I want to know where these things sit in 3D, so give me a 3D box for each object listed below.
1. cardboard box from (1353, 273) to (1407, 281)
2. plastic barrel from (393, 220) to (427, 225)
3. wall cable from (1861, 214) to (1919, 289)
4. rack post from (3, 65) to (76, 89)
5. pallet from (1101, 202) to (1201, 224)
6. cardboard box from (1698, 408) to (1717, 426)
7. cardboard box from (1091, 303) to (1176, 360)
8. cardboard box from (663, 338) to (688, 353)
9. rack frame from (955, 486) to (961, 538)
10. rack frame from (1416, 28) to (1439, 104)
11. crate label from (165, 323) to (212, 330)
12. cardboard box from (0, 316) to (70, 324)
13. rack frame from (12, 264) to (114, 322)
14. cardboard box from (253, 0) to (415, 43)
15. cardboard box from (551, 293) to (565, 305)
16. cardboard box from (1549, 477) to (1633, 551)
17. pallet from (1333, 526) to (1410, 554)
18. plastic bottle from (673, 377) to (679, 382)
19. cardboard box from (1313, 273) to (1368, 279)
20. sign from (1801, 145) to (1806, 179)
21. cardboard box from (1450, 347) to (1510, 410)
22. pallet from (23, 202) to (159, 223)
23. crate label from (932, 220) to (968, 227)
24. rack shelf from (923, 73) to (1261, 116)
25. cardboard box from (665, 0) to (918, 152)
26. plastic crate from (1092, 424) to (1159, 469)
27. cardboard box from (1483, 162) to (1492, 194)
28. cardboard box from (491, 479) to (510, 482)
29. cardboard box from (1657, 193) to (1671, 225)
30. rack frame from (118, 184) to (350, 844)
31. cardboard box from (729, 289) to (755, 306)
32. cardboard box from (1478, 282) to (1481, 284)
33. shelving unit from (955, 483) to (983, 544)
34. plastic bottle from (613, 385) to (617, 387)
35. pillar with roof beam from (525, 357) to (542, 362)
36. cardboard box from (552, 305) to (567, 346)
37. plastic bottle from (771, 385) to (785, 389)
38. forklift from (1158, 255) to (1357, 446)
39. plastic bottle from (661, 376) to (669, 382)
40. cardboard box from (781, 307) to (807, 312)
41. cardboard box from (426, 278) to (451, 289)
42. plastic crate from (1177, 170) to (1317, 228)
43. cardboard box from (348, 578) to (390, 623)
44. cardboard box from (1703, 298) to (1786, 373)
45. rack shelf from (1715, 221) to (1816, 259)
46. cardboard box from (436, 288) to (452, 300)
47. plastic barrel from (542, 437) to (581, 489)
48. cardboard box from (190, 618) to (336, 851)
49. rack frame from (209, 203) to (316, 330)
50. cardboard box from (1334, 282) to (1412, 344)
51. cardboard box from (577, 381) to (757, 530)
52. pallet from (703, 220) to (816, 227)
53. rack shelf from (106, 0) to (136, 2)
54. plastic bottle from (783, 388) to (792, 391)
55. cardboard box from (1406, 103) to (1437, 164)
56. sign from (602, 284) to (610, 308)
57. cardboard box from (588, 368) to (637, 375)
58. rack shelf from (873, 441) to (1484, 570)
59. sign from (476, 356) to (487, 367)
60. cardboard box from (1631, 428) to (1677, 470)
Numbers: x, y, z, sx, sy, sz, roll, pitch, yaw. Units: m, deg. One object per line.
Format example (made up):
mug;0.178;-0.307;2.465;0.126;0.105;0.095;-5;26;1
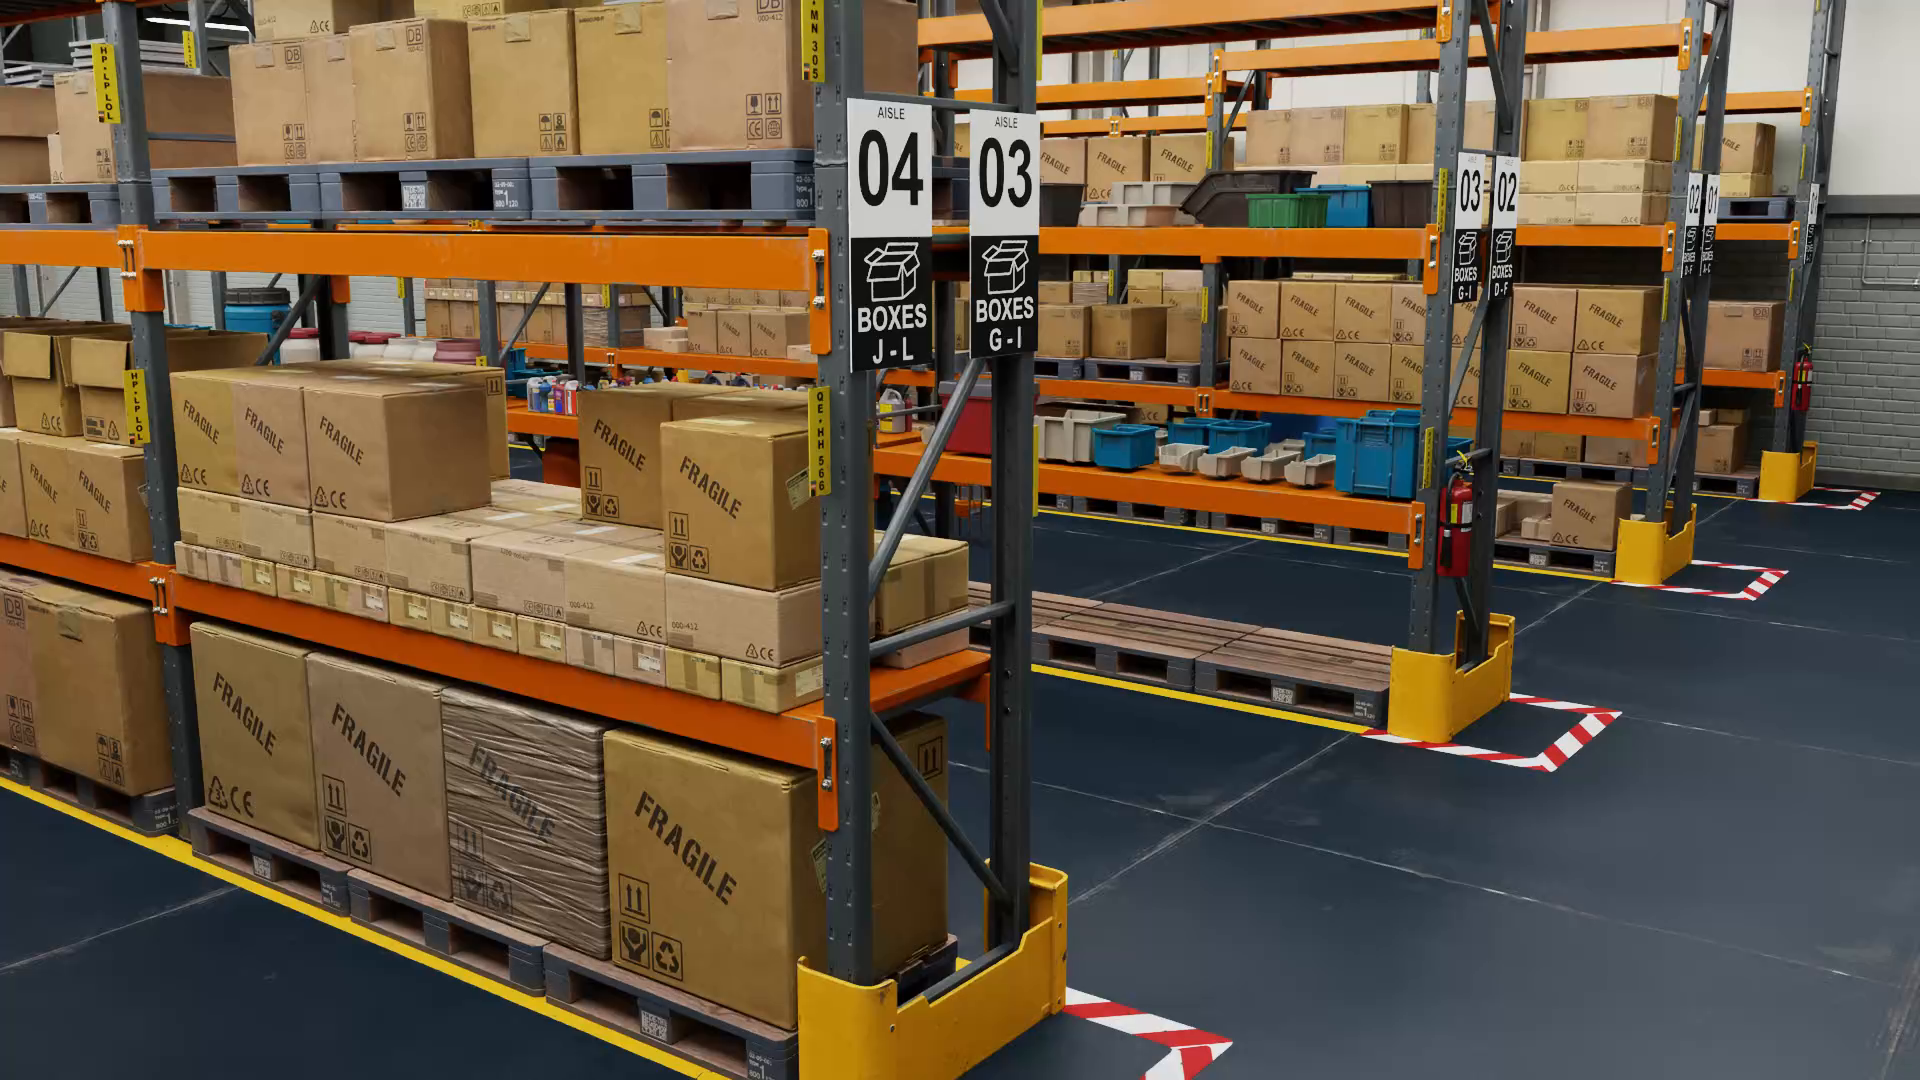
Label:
cardboard box;4.958;-3.002;19.578;0.500;0.250;0.500;8;14;37
plastic barrel;-4.765;-2.861;14.387;0.301;0.262;0.301;0;11;0
wall cable;10.302;-2.466;17.204;1.851;1.984;0.084;8;13;36
rack post;-9.516;-4.844;17.692;0.954;0.300;0.937;10;15;42
pallet;2.073;-3.122;15.865;1.003;0.211;1.213;8;13;36
cardboard box;7.875;-1.314;17.690;0.250;0.149;0.380;8;13;35
cardboard box;1.716;-2.067;16.450;0.700;0.500;0.500;-11;15;-44
cardboard box;-3.298;-2.302;19.694;0.250;0.149;0.380;8;13;36
rack frame;-0.055;-0.523;14.970;0.008;1.050;0.200;8;13;36
rack frame;5.486;-5.361;19.050;0.127;3.000;1.000;8;13;36
crate label;-8.407;-2.100;17.895;0.616;0.435;0.502;8;13;36
cardboard box;-5.431;-0.974;9.262;0.637;0.503;0.797;8;14;37
rack frame;-10.050;-2.248;18.754;0.127;3.000;1.000;8;13;36
cardboard box;-2.556;-2.179;6.894;0.500;0.250;0.500;7;13;32
cardboard box;-4.860;-3.008;20.712;0.250;0.149;0.380;8;13;35
cardboard box;5.197;-0.220;13.690;0.500;0.500;0.500;8;13;36
pallet;4.097;-0.073;14.855;1.213;0.211;1.003;8;13;36
plastic bottle;-2.219;-1.091;12.899;0.185;0.351;0.144;8;13;36
cardboard box;4.552;-3.061;19.883;0.500;0.250;0.500;8;14;37
sign;8.378;-3.753;16.513;0.005;0.325;0.100;8;13;36
cardboard box;4.440;-1.380;14.002;0.500;0.500;0.500;8;14;36
pallet;-5.080;-1.781;8.939;1.213;0.211;1.003;9;14;38
crate label;-0.155;-2.143;11.008;0.466;0.136;0.293;8;13;36
rack shelf;0.945;-4.278;16.397;4.000;0.370;1.077;8;13;36
cardboard box;-0.537;-1.519;5.452;0.500;0.500;0.700;7;13;32
plastic crate;1.039;-0.588;10.457;0.300;0.233;0.416;8;13;36
cardboard box;4.412;-2.984;13.736;0.500;0.250;0.500;8;13;36
cardboard box;-2.380;-0.146;7.499;0.500;0.250;0.500;8;14;37
cardboard box;5.517;-2.703;13.603;0.500;0.250;0.500;8;13;36
rack frame;-3.310;-0.141;7.861;0.127;3.000;1.000;8;13;36
cardboard box;-3.174;-3.854;25.419;0.500;0.500;0.500;7;13;34
cardboard box;4.343;-2.009;14.622;0.500;0.500;0.500;8;13;35
shelving unit;0.043;-0.509;14.899;0.252;1.050;0.215;8;13;36
plastic bottle;-2.701;-1.077;13.040;0.097;0.271;0.097;0;11;0
pillar with roof beam;-10.494;-6.780;26.382;0.548;9.000;9.100;8;13;36
cardboard box;-4.682;-2.713;20.892;0.500;0.500;0.700;8;13;35
plastic bottle;-1.459;-1.079;13.036;0.135;0.276;0.152;8;13;36
forklift;2.809;-2.128;18.315;3.031;2.935;1.130;8;13;34
plastic bottle;-2.442;-1.220;13.778;0.097;0.271;0.097;0;11;0
cardboard box;-2.335;-3.370;24.893;0.500;0.250;0.500;8;13;35
cardboard box;-6.704;-3.632;22.227;0.500;0.500;0.700;8;14;36
plastic crate;1.777;-2.106;10.282;0.767;0.338;0.504;8;13;36
cardboard box;-2.223;0.212;6.697;0.250;0.149;0.380;8;14;36
cardboard box;8.293;-2.169;17.556;0.700;0.700;0.980;9;14;38
rack shelf;7.098;-3.311;18.241;4.000;0.370;1.077;8;13;36
cardboard box;-6.712;-3.267;22.051;0.250;0.149;0.380;8;13;34
plastic barrel;-3.198;-0.437;14.000;0.708;0.830;0.600;8;13;36
cardboard box;-2.825;0.782;7.576;0.875;0.875;0.875;8;13;36
rack frame;-6.826;-1.799;16.429;0.127;3.000;1.000;8;13;36
cardboard box;3.600;-1.985;14.498;0.500;0.500;0.500;7;13;34
cardboard box;-1.137;-0.341;6.531;0.500;0.500;0.500;7;13;34
pallet;-1.068;-2.352;11.892;1.003;0.211;1.213;8;13;36
rack shelf;-1.698;-2.312;6.235;4.000;0.370;1.077;8;13;36
plastic bottle;-1.362;-1.029;12.780;0.135;0.276;0.152;8;13;36
cardboard box;4.190;-3.455;14.198;0.500;0.500;0.700;8;13;36
sign;-4.219;-2.935;19.817;0.005;0.325;0.100;8;13;36
cardboard box;-4.487;-1.936;21.299;0.500;0.500;0.500;8;13;36
rack shelf;1.234;-0.321;10.686;4.000;0.370;1.077;8;13;36
sign;-3.922;-1.344;13.650;0.005;0.325;0.100;8;13;36
cardboard box;7.683;-1.065;18.112;0.500;0.500;0.700;8;13;35
